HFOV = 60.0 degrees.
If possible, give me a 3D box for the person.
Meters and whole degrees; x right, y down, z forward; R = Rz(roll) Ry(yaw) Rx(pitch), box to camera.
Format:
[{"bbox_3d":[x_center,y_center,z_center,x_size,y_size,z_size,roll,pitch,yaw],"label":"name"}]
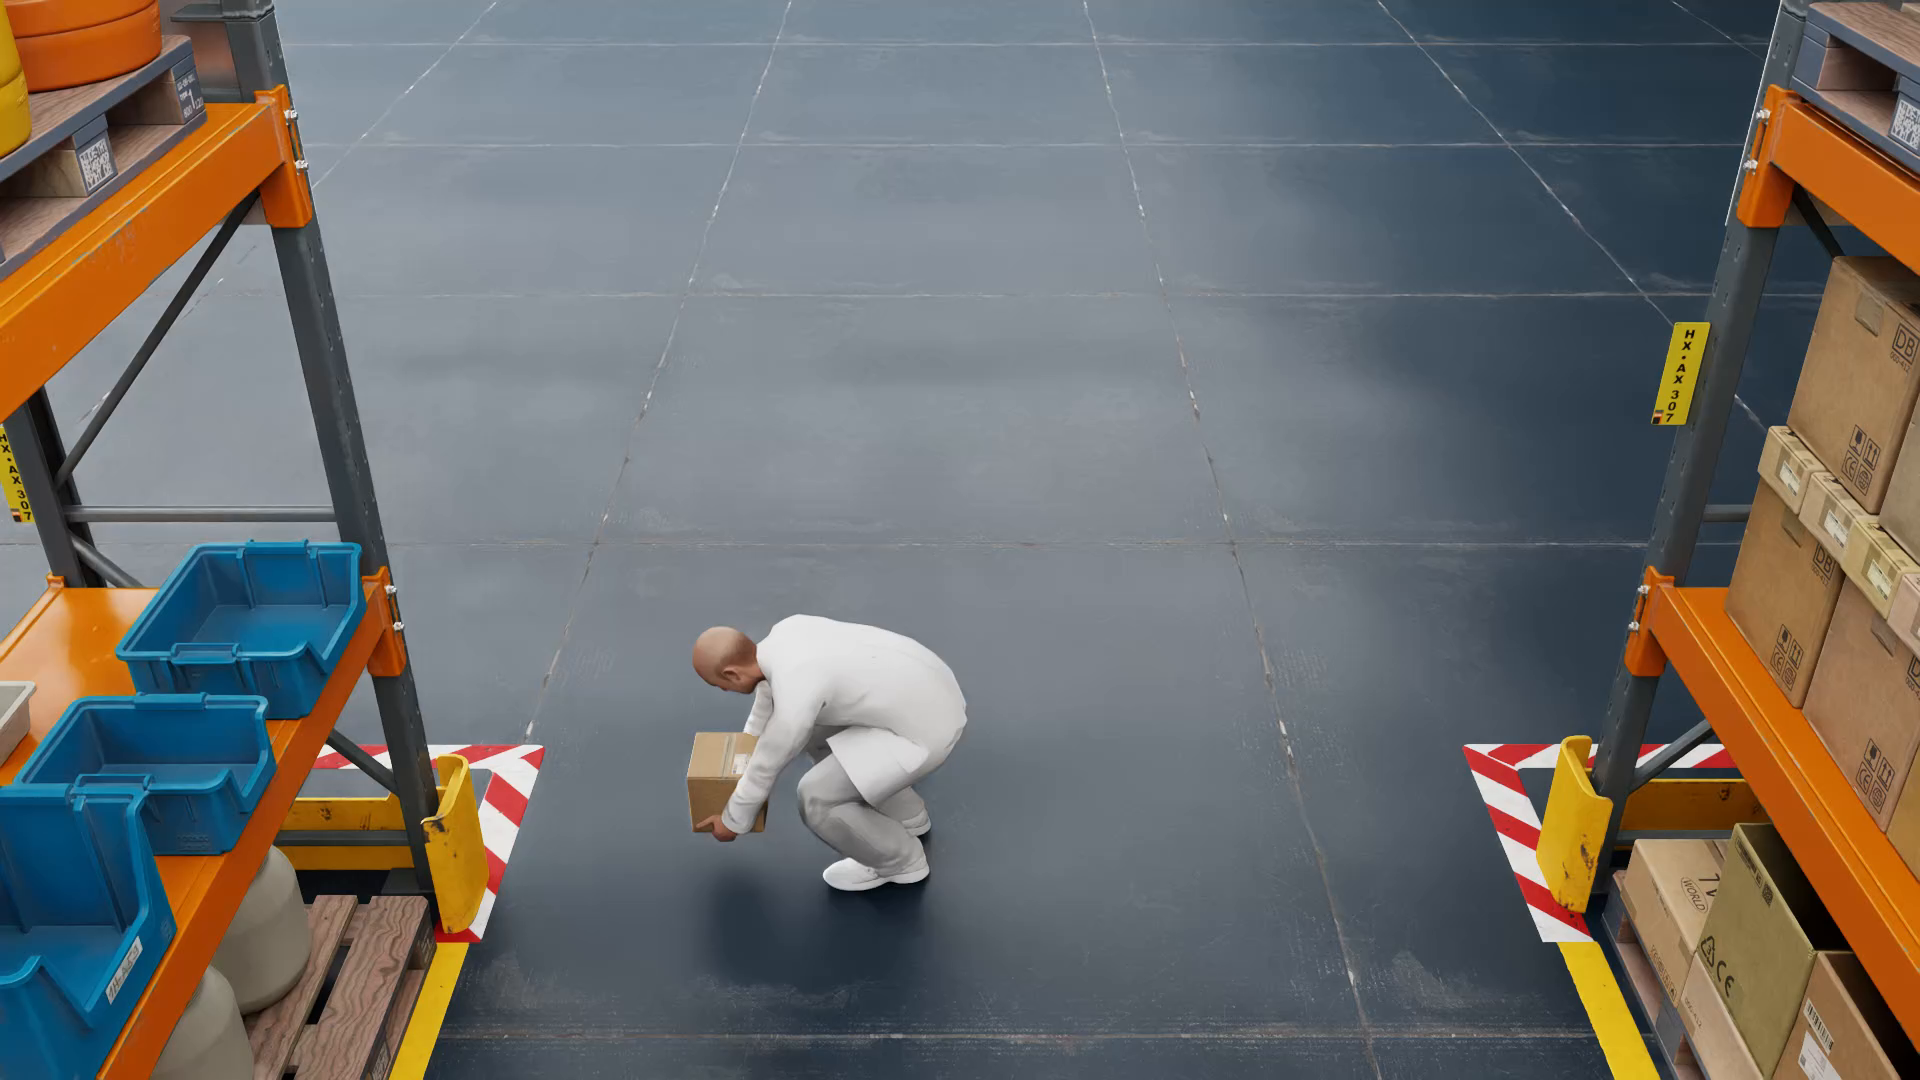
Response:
[{"bbox_3d":[-0.447,0.700,5.740,0.942,1.003,0.589,-1,31,-2],"label":"person"}]
